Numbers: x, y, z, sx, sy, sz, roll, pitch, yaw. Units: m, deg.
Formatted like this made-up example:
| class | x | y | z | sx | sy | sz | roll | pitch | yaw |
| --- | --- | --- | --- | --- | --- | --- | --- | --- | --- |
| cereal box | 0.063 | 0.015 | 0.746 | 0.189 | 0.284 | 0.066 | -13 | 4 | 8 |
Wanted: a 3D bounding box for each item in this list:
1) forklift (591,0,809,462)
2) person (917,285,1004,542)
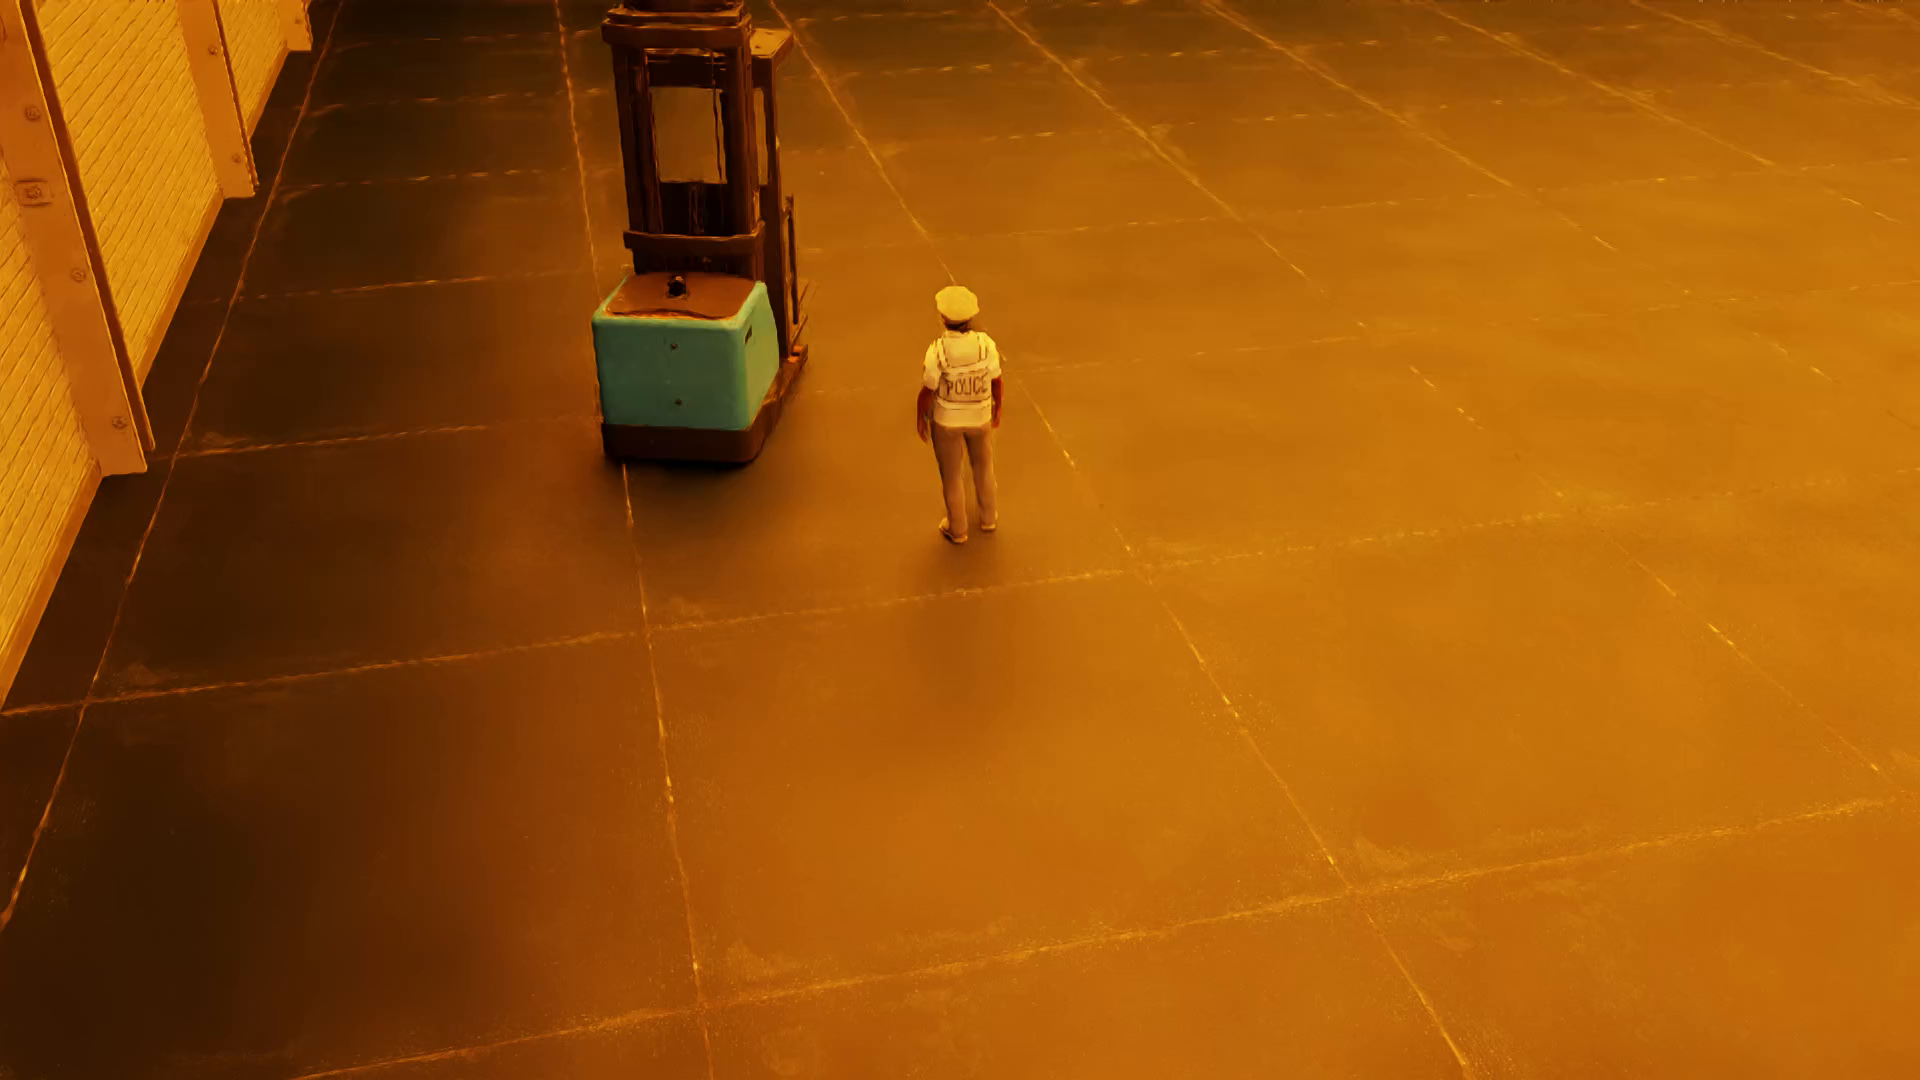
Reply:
| class | x | y | z | sx | sy | sz | roll | pitch | yaw |
| --- | --- | --- | --- | --- | --- | --- | --- | --- | --- |
| forklift | -1.765 | -2.508 | 11.907 | 1.130 | 2.935 | 3.031 | 3 | 30 | 6 |
| person | 0.001 | -0.779 | 10.139 | 0.570 | 1.695 | 0.529 | -7 | 31 | -12 |
